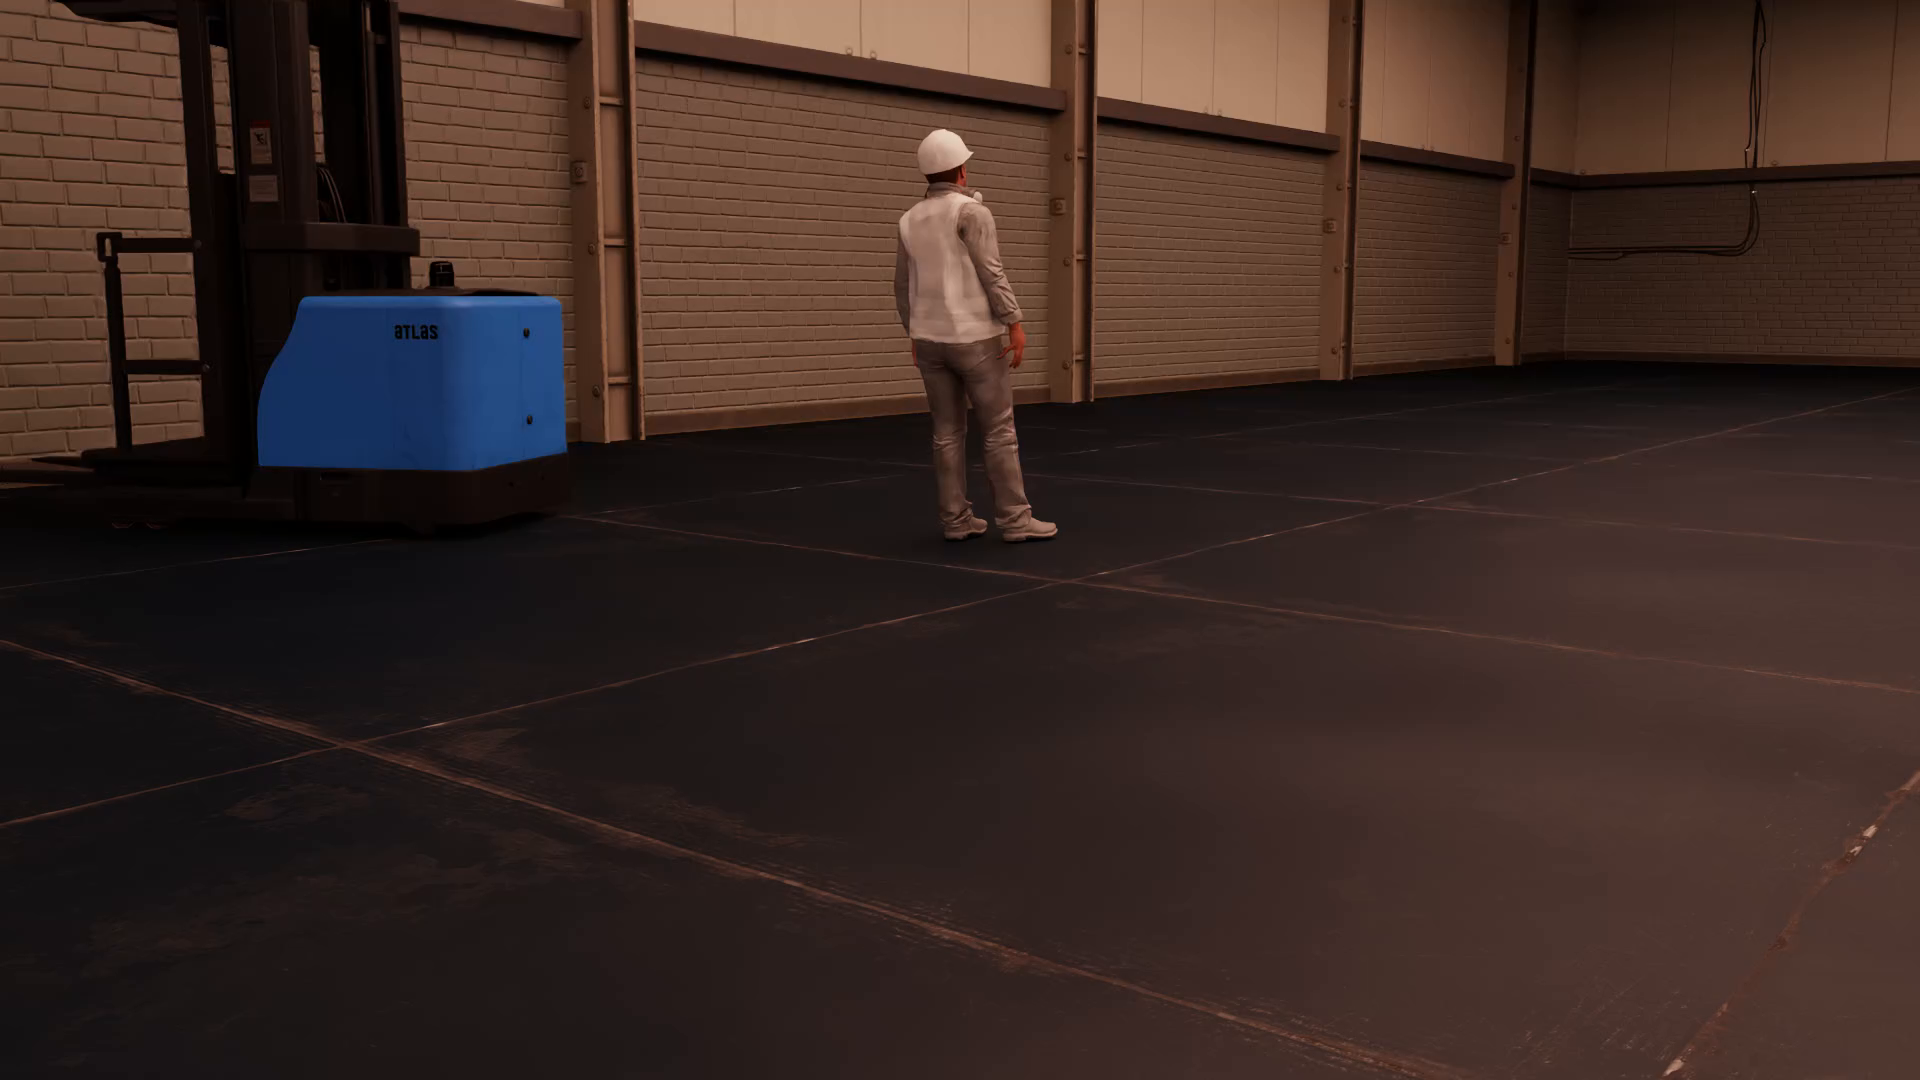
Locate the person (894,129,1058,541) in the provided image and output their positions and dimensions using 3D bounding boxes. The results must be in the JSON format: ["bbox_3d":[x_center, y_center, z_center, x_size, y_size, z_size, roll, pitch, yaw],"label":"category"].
[{"bbox_3d":[0.045,-0.891,7.318,0.632,1.773,0.568,7,11,38],"label":"person"}]

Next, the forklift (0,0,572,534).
[{"bbox_3d":[-3.503,-1.565,7.978,3.031,2.935,1.130,2,9,13],"label":"forklift"}]
